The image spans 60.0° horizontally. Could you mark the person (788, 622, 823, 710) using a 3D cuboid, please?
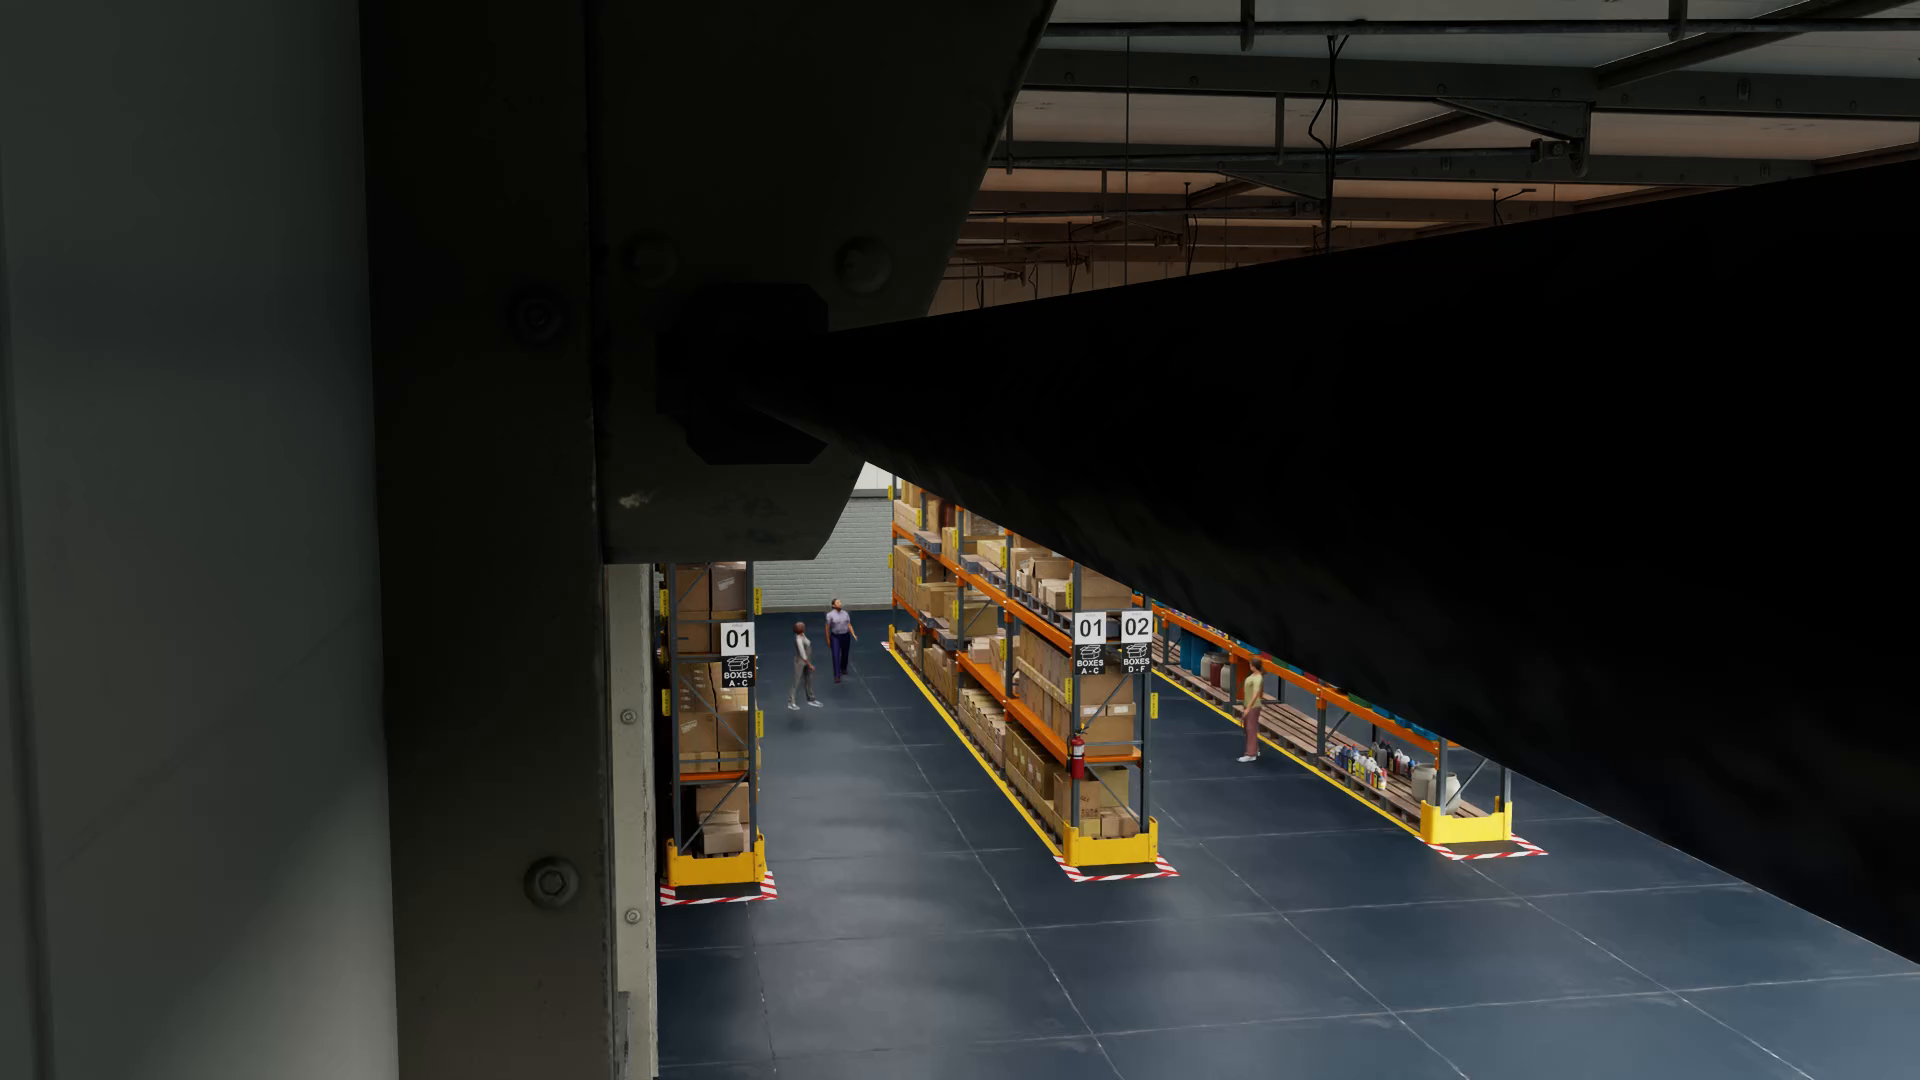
[{"bbox_3d":[-2.774,2.214,29.556,0.541,1.589,0.585,1,6,11],"label":"person"}]

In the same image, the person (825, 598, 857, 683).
[{"bbox_3d":[-2.302,1.926,32.099,0.601,1.563,0.972,-1,6,-11],"label":"person"}]

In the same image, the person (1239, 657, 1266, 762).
[{"bbox_3d":[4.618,2.685,26.318,0.439,1.721,0.541,0,6,-1],"label":"person"}]
